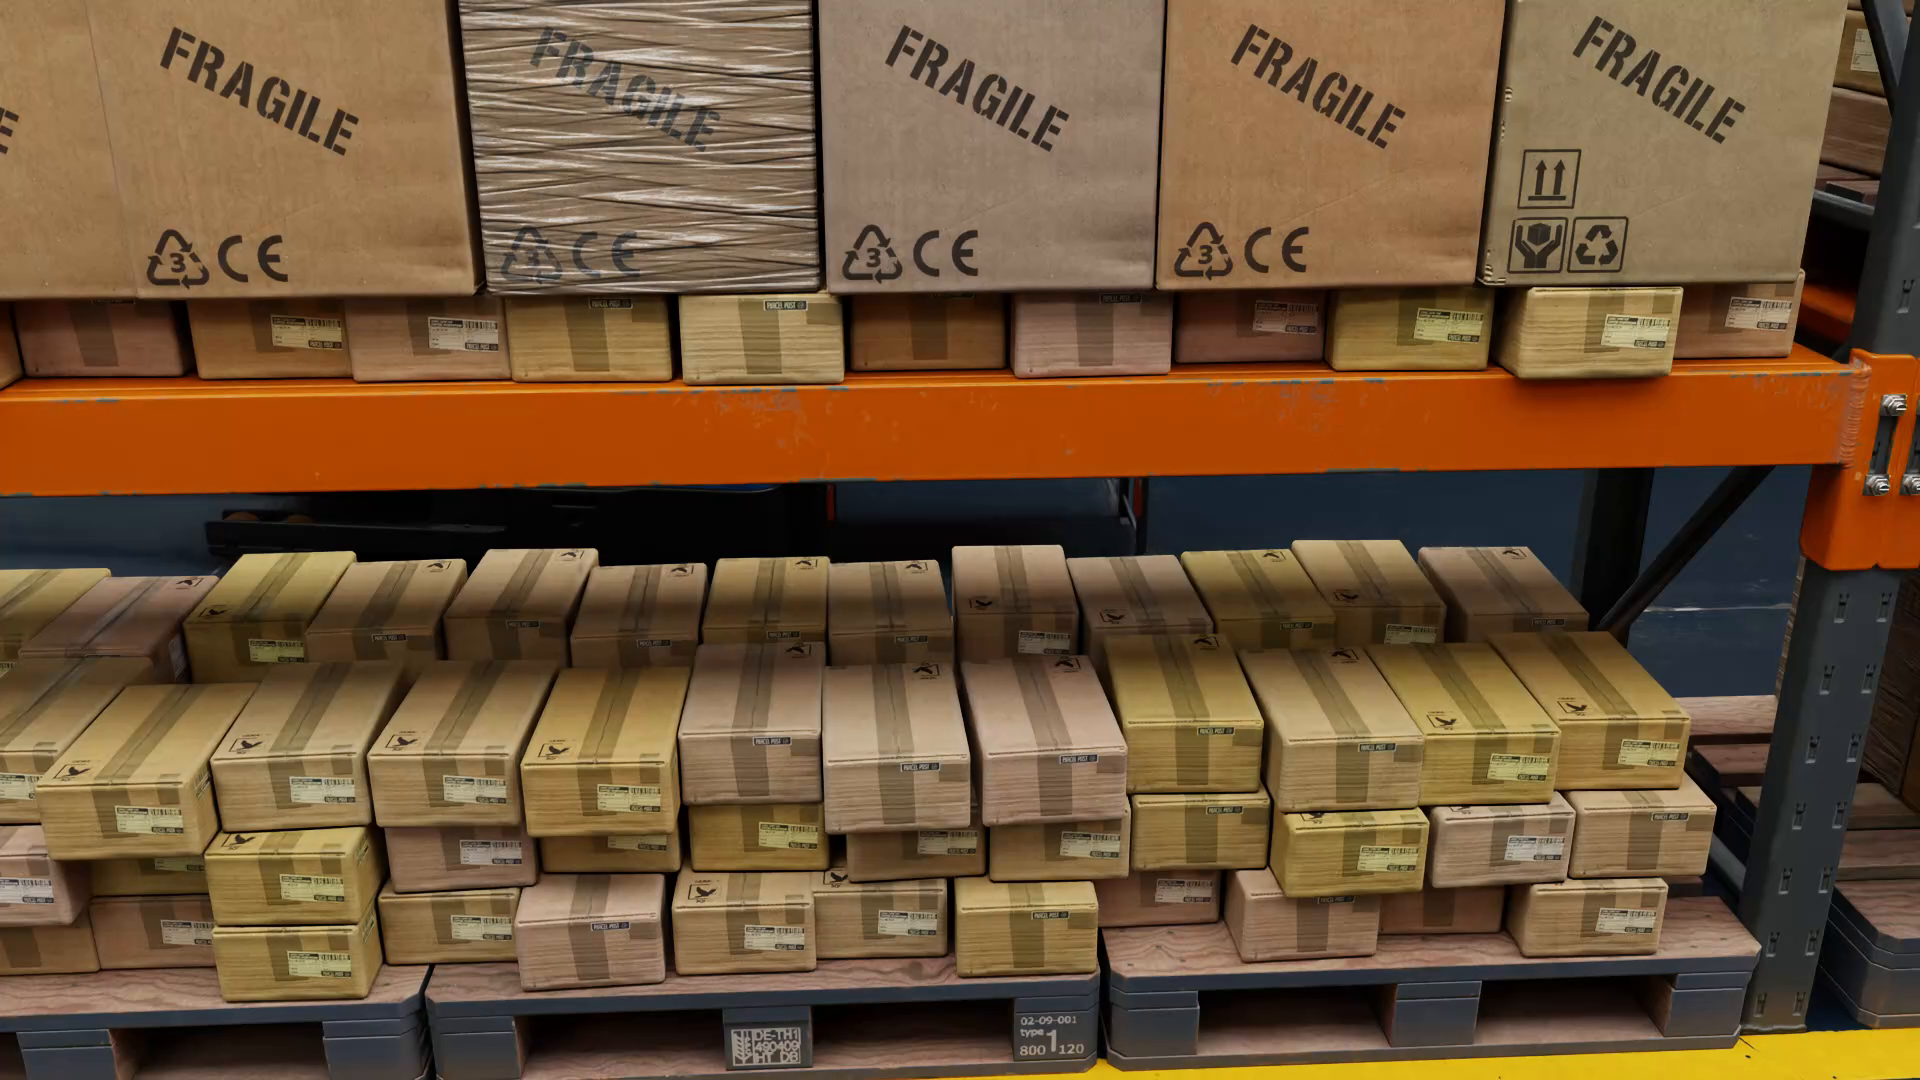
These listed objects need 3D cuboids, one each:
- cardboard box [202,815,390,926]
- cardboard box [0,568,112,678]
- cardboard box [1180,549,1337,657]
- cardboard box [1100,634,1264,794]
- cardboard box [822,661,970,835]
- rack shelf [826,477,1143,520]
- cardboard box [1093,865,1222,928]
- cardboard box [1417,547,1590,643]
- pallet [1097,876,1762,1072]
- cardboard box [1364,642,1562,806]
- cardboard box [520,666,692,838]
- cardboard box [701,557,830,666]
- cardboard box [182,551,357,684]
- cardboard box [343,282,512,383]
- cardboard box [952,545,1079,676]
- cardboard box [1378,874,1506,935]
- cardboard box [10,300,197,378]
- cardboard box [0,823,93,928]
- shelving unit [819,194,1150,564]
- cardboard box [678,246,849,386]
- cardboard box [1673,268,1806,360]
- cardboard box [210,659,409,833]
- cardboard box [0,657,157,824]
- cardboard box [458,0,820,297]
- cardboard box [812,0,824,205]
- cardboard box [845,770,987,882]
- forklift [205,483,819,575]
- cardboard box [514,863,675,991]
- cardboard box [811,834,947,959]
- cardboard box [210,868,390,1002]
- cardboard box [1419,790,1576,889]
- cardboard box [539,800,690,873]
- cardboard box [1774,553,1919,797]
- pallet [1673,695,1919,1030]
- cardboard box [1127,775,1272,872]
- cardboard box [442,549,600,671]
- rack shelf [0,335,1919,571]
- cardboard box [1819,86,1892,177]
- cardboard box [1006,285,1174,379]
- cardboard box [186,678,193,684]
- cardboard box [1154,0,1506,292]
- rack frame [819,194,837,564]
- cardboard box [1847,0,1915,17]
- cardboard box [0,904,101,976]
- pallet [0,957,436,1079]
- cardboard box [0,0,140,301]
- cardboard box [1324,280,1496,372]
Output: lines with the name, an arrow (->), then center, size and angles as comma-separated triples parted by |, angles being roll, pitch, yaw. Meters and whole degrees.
cardboard box -> -1.163, 0.529, 3.013 | 0.250, 0.149, 0.380 | -1, 21, -1
cardboard box -> -1.965, 0.198, 3.466 | 0.250, 0.149, 0.380 | -1, 21, -2
cardboard box -> 0.631, 0.158, 3.571 | 0.250, 0.149, 0.380 | -1, 21, -4
cardboard box -> 0.410, 0.321, 3.142 | 0.250, 0.149, 0.380 | 0, 21, -1
cardboard box -> -0.124, 0.369, 3.015 | 0.250, 0.149, 0.380 | -2, 21, -5
rack shelf -> 0.070, -0.289, 5.487 | 1.000, 0.278, 0.538 | -1, 21, -2
cardboard box -> 0.348, 0.590, 3.271 | 0.250, 0.149, 0.380 | -2, 21, -4
cardboard box -> 1.159, 0.151, 3.590 | 0.250, 0.149, 0.380 | 0, 21, -1
pallet -> 0.846, 0.689, 3.516 | 1.213, 0.211, 1.003 | -1, 21, -3
cardboard box -> 0.921, 0.336, 3.103 | 0.250, 0.149, 0.380 | -1, 21, -2
cardboard box -> -0.624, 0.375, 3.001 | 0.250, 0.149, 0.380 | -1, 21, -2
cardboard box -> -0.403, 0.173, 3.531 | 0.250, 0.149, 0.380 | -1, 21, -3
cardboard box -> -1.460, 0.163, 3.559 | 0.250, 0.149, 0.380 | -2, 21, -4
cardboard box -> -0.842, -0.384, 2.768 | 0.250, 0.149, 0.380 | -2, 21, -4
cardboard box -> 0.113, 0.147, 3.599 | 0.250, 0.149, 0.380 | -1, 21, -2
cardboard box -> 0.878, 0.600, 3.246 | 0.250, 0.149, 0.380 | -1, 21, -2
cardboard box -> -1.362, -0.393, 2.790 | 0.250, 0.149, 0.380 | 0, 21, -1
cardboard box -> -1.665, 0.532, 3.005 | 0.250, 0.149, 0.380 | -1, 21, -3
shelving unit -> 0.070, -0.518, 5.400 | 1.048, 1.125, 0.538 | -1, 21, -2
cardboard box -> -0.314, -0.377, 2.749 | 0.250, 0.149, 0.380 | -1, 21, -2
cardboard box -> 1.243, -0.435, 2.900 | 0.250, 0.149, 0.380 | -1, 21, -4
cardboard box -> -1.166, 0.366, 3.024 | 0.250, 0.149, 0.380 | -2, 21, -6
cardboard box -> -1.668, 0.360, 3.040 | 0.250, 0.149, 0.380 | -1, 21, -2
cardboard box -> -0.484, -0.694, 2.670 | 0.500, 0.500, 0.500 | -2, 21, -4
cardboard box -> -0.527, -0.875, 3.144 | 0.500, 0.500, 0.500 | 0, 21, 0
cardboard box -> -0.096, 0.478, 3.149 | 0.250, 0.149, 0.380 | -2, 21, -6
forklift -> -2.011, -1.467, 5.354 | 3.031, 2.935, 1.130 | 2, 21, 6
cardboard box -> -0.669, 0.658, 3.093 | 0.250, 0.149, 0.380 | -2, 21, -6
cardboard box -> -0.155, 0.627, 3.176 | 0.250, 0.149, 0.380 | -1, 21, -2
cardboard box -> -1.172, 0.671, 3.058 | 0.250, 0.149, 0.380 | -1, 21, -2
cardboard box -> 0.949, 0.485, 3.129 | 0.250, 0.149, 0.380 | -2, 21, -6
cardboard box -> -0.635, 0.470, 3.169 | 0.250, 0.149, 0.380 | 0, 21, 0
cardboard box -> 2.239, 0.227, 3.733 | 0.500, 0.500, 0.500 | -2, 21, -4
pallet -> 2.292, 0.646, 3.628 | 1.213, 0.211, 1.003 | -1, 21, -3
cardboard box -> 0.426, 0.467, 3.176 | 0.250, 0.149, 0.380 | -1, 21, -3
cardboard box -> -0.932, 0.155, 3.580 | 0.250, 0.149, 0.380 | 0, 21, -1
rack shelf -> -0.482, -0.264, 3.110 | 4.000, 0.370, 1.077 | -1, 21, -3
cardboard box -> 1.900, -0.798, 3.264 | 0.250, 0.149, 0.380 | -2, 21, -4
cardboard box -> 0.193, -0.394, 2.792 | 0.250, 0.149, 0.380 | -2, 21, -5
cardboard box -> -1.704, 0.339, 3.513 | 0.250, 0.149, 0.380 | -2, 21, -4
cardboard box -> 0.529, -0.706, 2.702 | 0.500, 0.500, 0.500 | -2, 21, -5
rack frame -> -0.438, -0.512, 5.384 | 0.032, 1.125, 0.500 | -1, 21, -2
cardboard box -> 1.904, -1.075, 3.156 | 0.250, 0.149, 0.380 | 0, 21, -1
cardboard box -> -1.681, 0.645, 3.127 | 0.250, 0.149, 0.380 | -1, 21, -3
pallet -> -1.590, 0.738, 3.386 | 1.213, 0.211, 1.003 | -1, 21, -3
cardboard box -> -1.482, -0.676, 2.623 | 0.500, 0.500, 0.500 | -1, 21, -3
cardboard box -> 0.721, -0.406, 2.826 | 0.250, 0.149, 0.380 | 0, 21, -1
